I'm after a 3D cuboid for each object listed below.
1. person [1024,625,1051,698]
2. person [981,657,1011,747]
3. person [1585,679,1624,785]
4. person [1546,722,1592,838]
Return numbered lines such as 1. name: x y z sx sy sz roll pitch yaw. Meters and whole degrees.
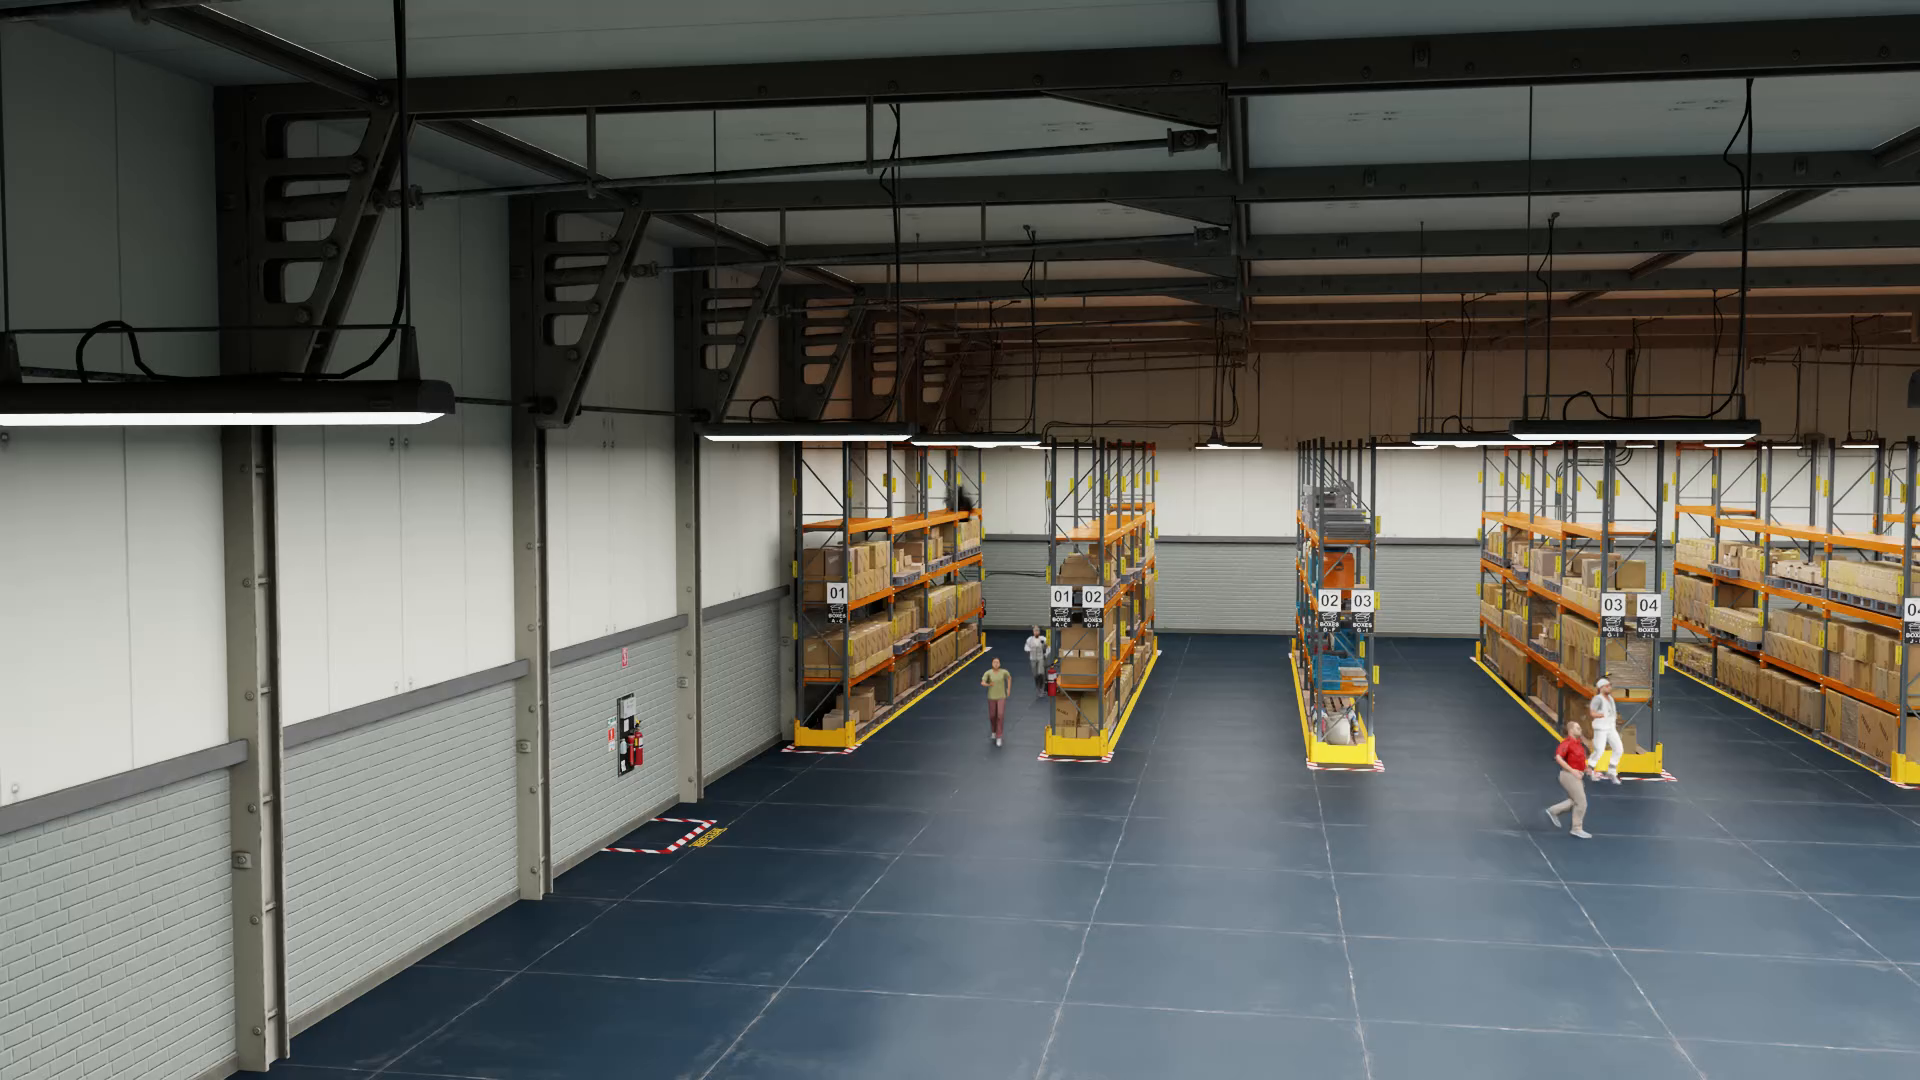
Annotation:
1. person: 1.812 2.829 38.932 0.594 1.714 0.752 1 3 14
2. person: 0.704 3.142 32.713 0.576 1.721 0.831 0 3 4
3. person: 11.140 3.313 28.713 0.660 1.837 0.663 -2 3 -30
4. person: 9.107 3.562 24.844 0.688 1.712 0.672 2 4 35
